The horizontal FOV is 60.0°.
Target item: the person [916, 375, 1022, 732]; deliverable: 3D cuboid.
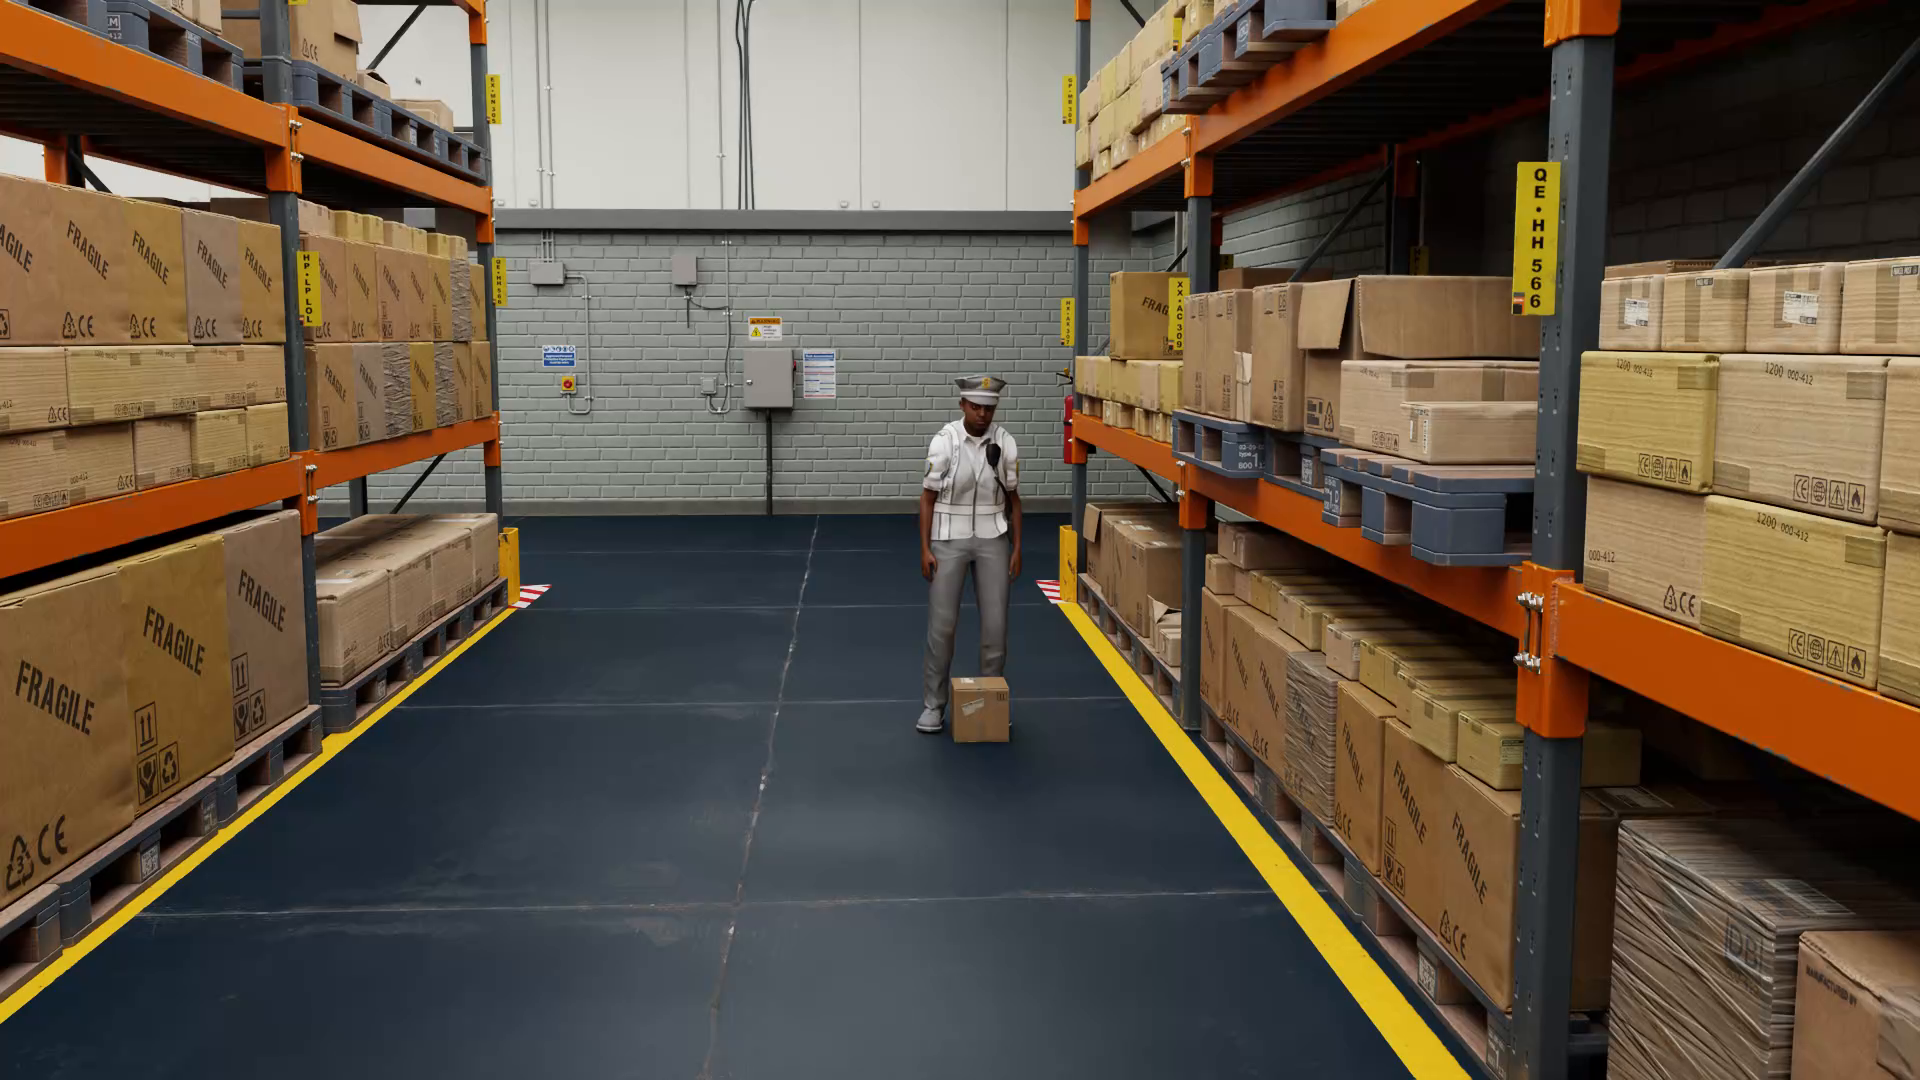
[{"bbox_3d":[0.041,0.054,7.814,0.524,1.658,0.395,-1,7,-9],"label":"person"}]
